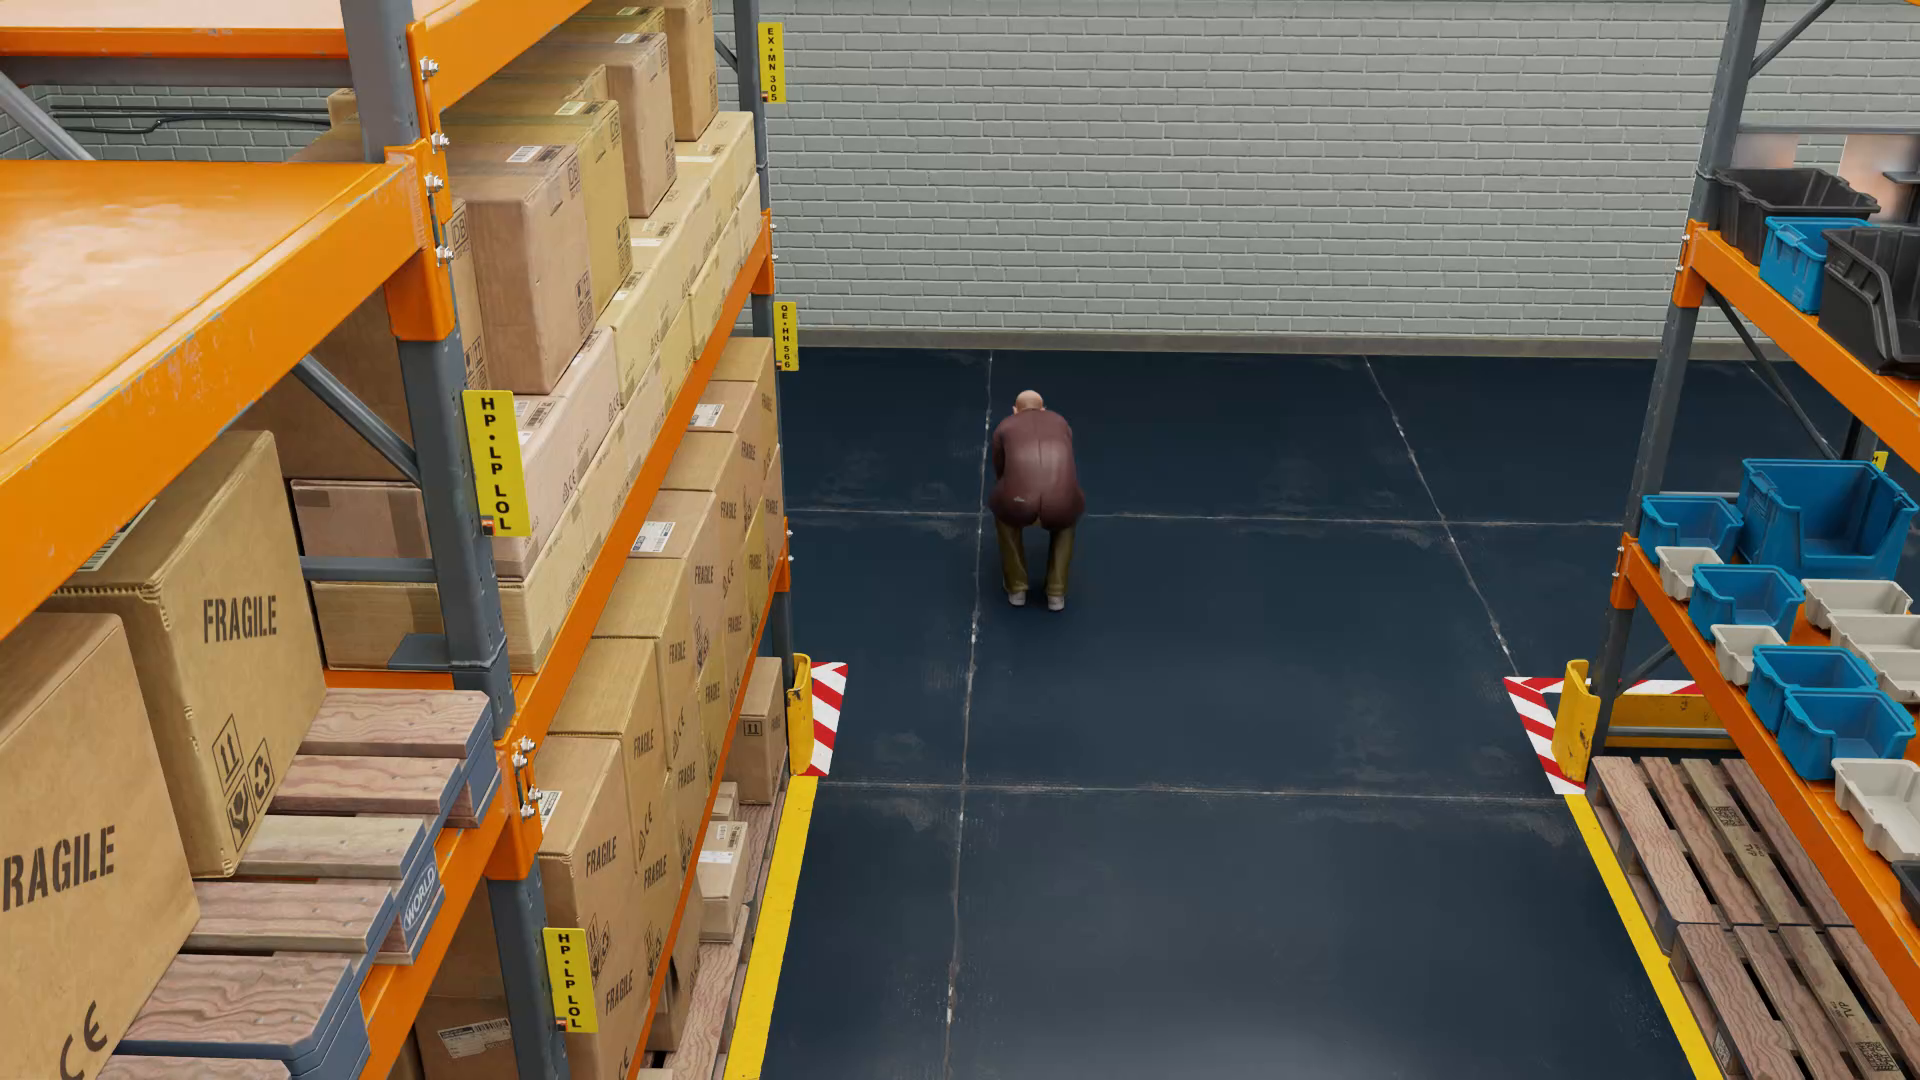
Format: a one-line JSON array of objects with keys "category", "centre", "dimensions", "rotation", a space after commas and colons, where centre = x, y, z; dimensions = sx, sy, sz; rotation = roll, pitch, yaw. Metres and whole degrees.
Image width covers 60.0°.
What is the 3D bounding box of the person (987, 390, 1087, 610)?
[{"category": "person", "centre": [0.446, -0.221, 9.803], "dimensions": [0.581, 1.087, 0.940], "rotation": [0, 28, -1]}]
